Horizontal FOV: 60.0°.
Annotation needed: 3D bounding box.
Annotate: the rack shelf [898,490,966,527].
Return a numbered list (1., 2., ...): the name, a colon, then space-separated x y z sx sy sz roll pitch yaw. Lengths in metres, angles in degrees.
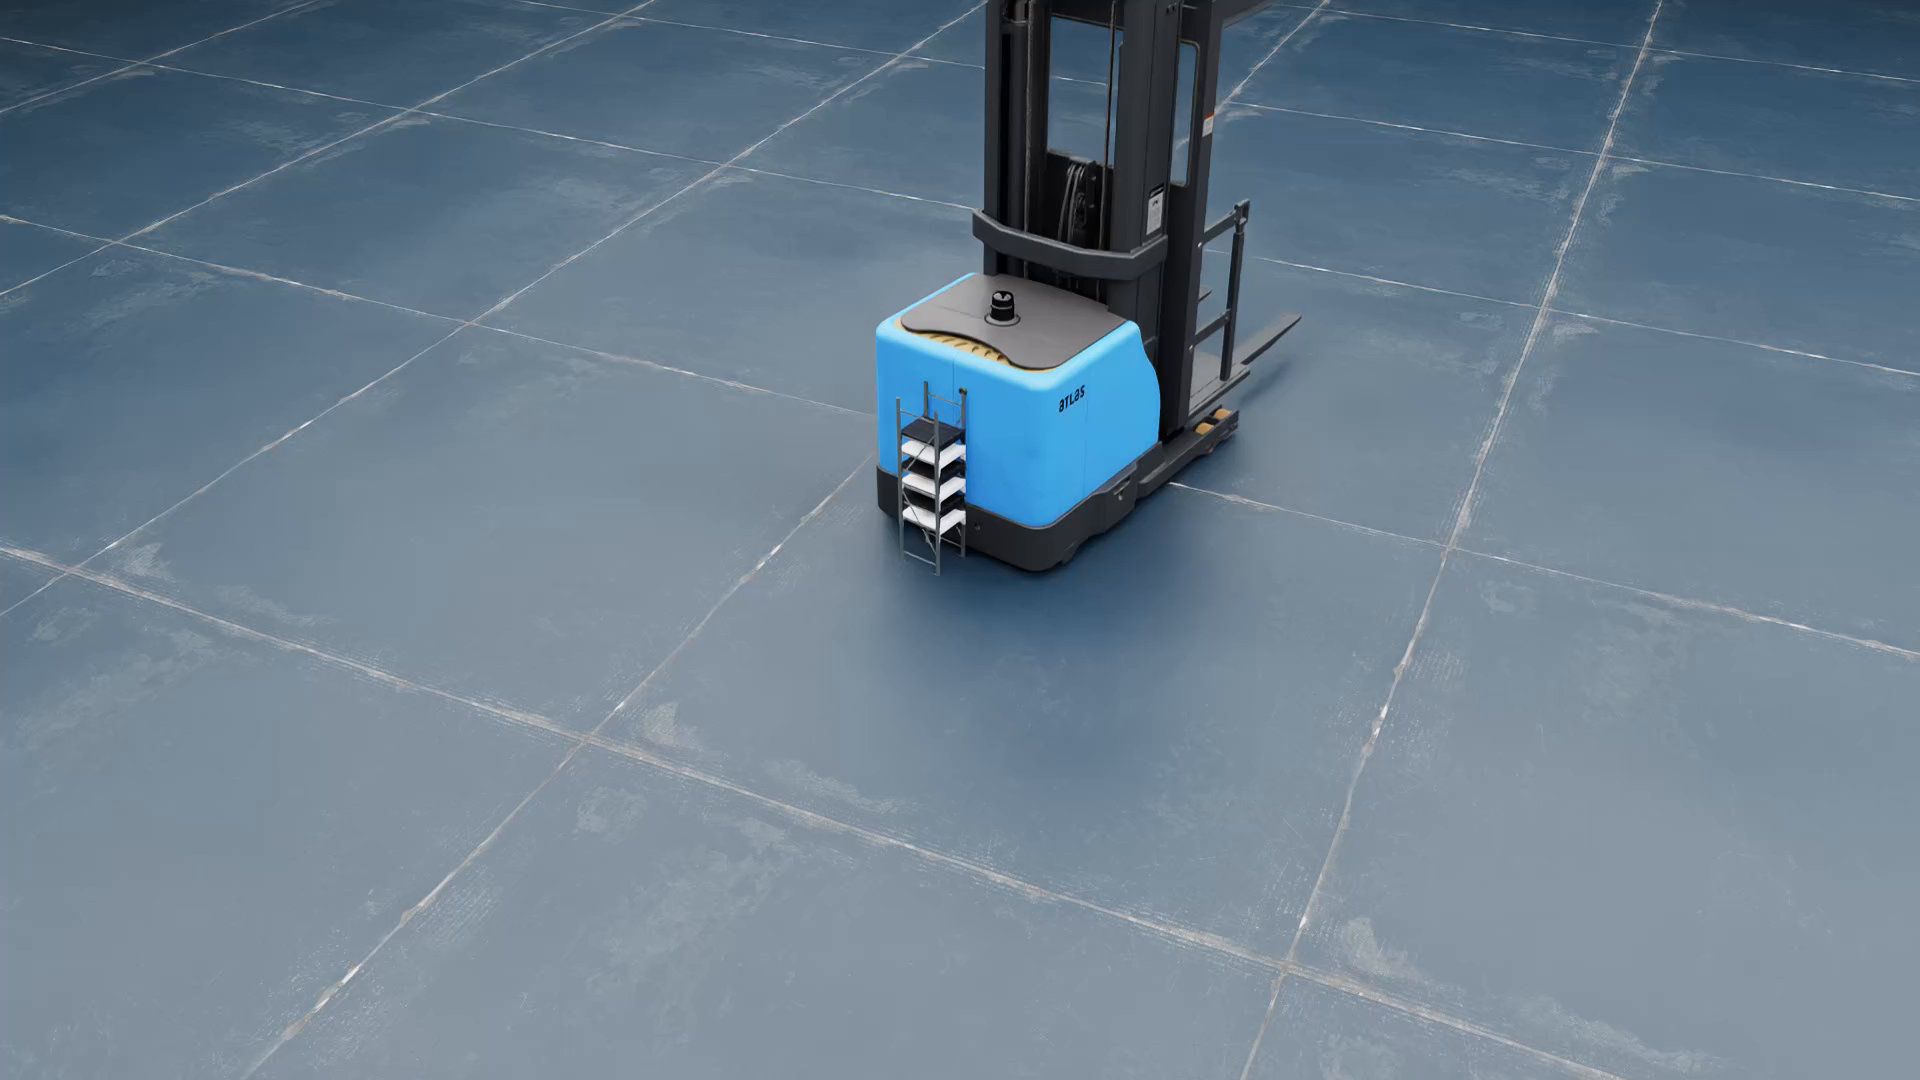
1. rack shelf: -0.134 -0.179 7.927 0.258 0.077 0.200 22 39 30

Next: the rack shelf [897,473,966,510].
1. rack shelf: -0.134 -0.254 7.878 0.258 0.077 0.200 22 39 30

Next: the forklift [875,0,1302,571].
1. forklift: 0.866 -1.833 8.372 1.130 2.935 3.031 22 39 30

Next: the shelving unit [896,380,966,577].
1. shelving unit: -0.134 -0.282 7.859 0.258 0.900 0.210 22 39 30

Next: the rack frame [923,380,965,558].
1. rack frame: -0.073 -0.327 7.928 0.240 0.900 0.006 22 39 30

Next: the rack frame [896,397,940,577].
1. rack frame: -0.194 -0.237 7.791 0.240 0.900 0.006 22 39 30

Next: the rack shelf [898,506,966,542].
1. rack shelf: -0.134 -0.104 7.976 0.258 0.077 0.200 22 39 30

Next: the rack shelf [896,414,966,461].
1. rack shelf: -0.134 -0.480 7.730 0.258 0.077 0.200 22 39 30

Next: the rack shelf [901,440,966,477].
1. rack shelf: -0.134 -0.405 7.779 0.258 0.077 0.200 22 39 30

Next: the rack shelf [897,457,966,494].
1. rack shelf: -0.134 -0.329 7.828 0.258 0.077 0.200 22 39 30
